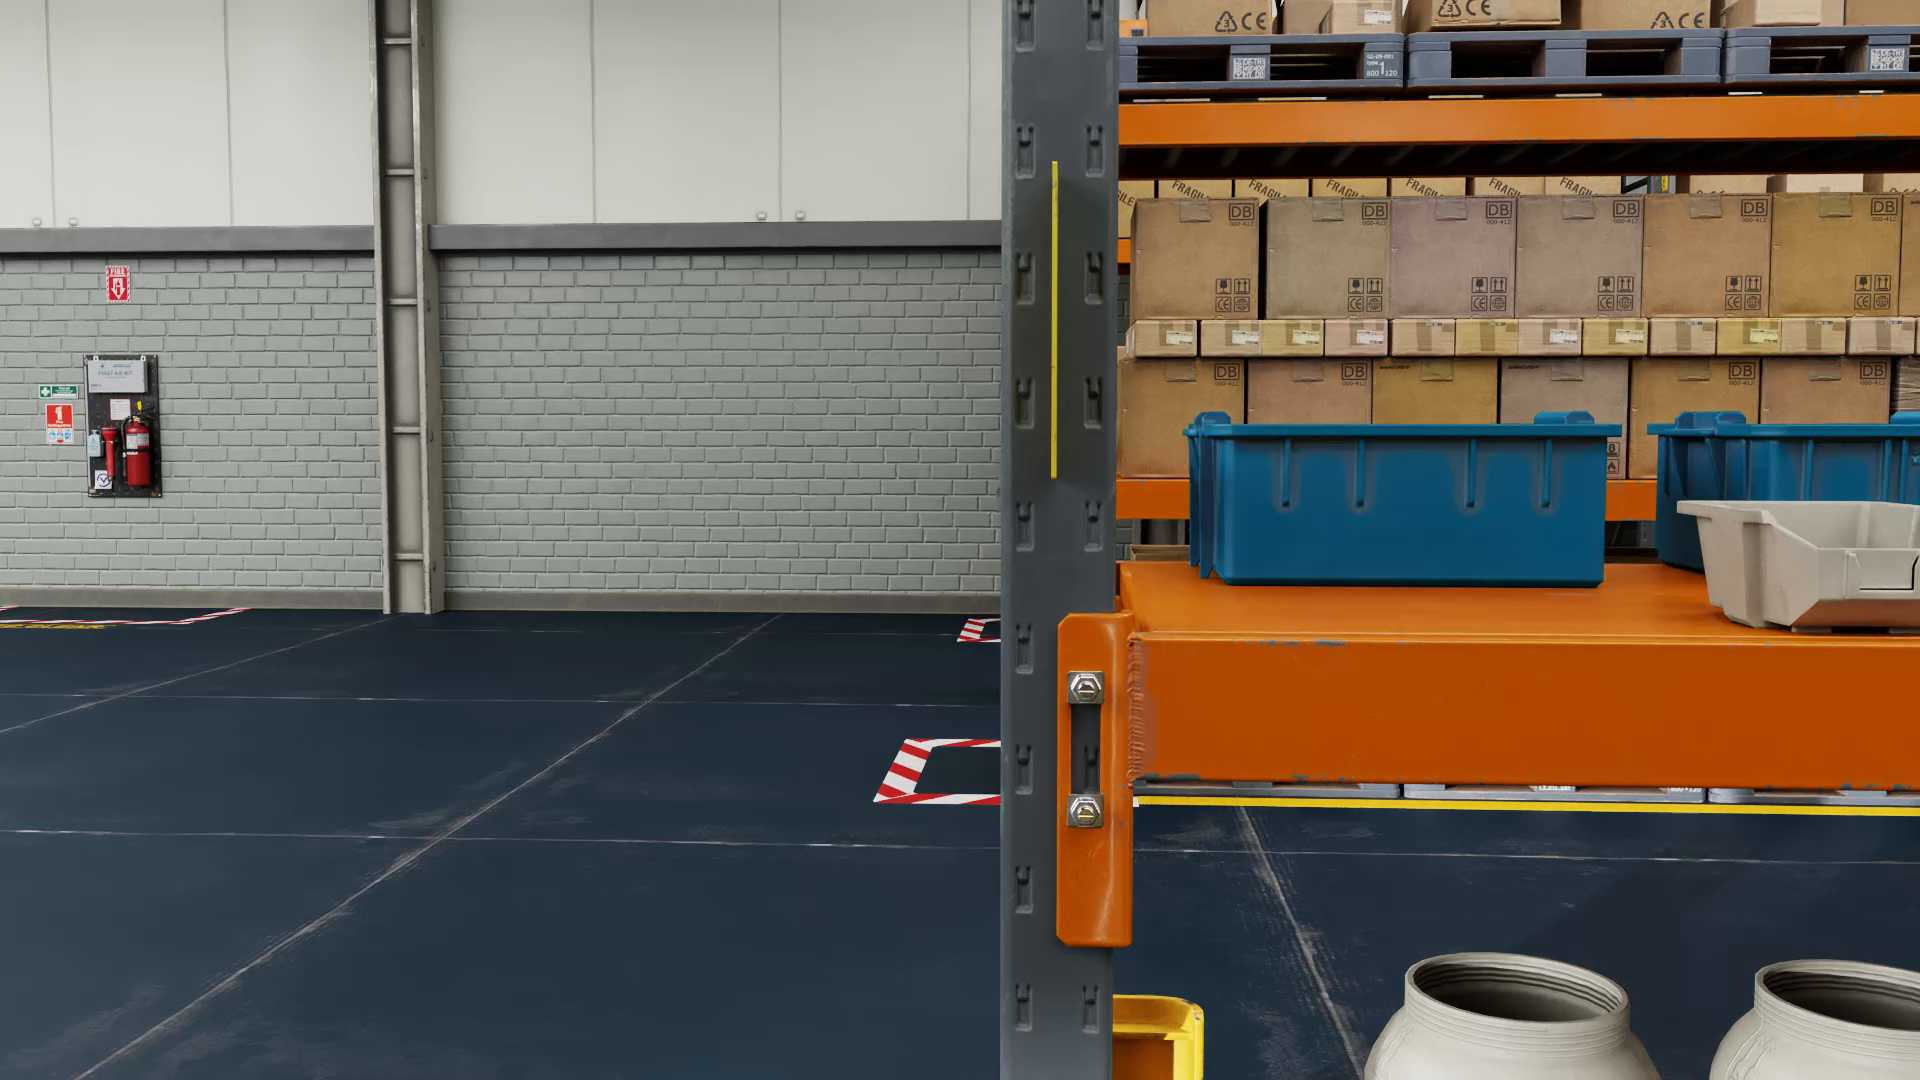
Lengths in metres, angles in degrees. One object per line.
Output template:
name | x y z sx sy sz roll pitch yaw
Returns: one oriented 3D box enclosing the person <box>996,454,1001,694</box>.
person | 0.479 0.007 9.385 0.551 1.727 0.446 0 4 2
